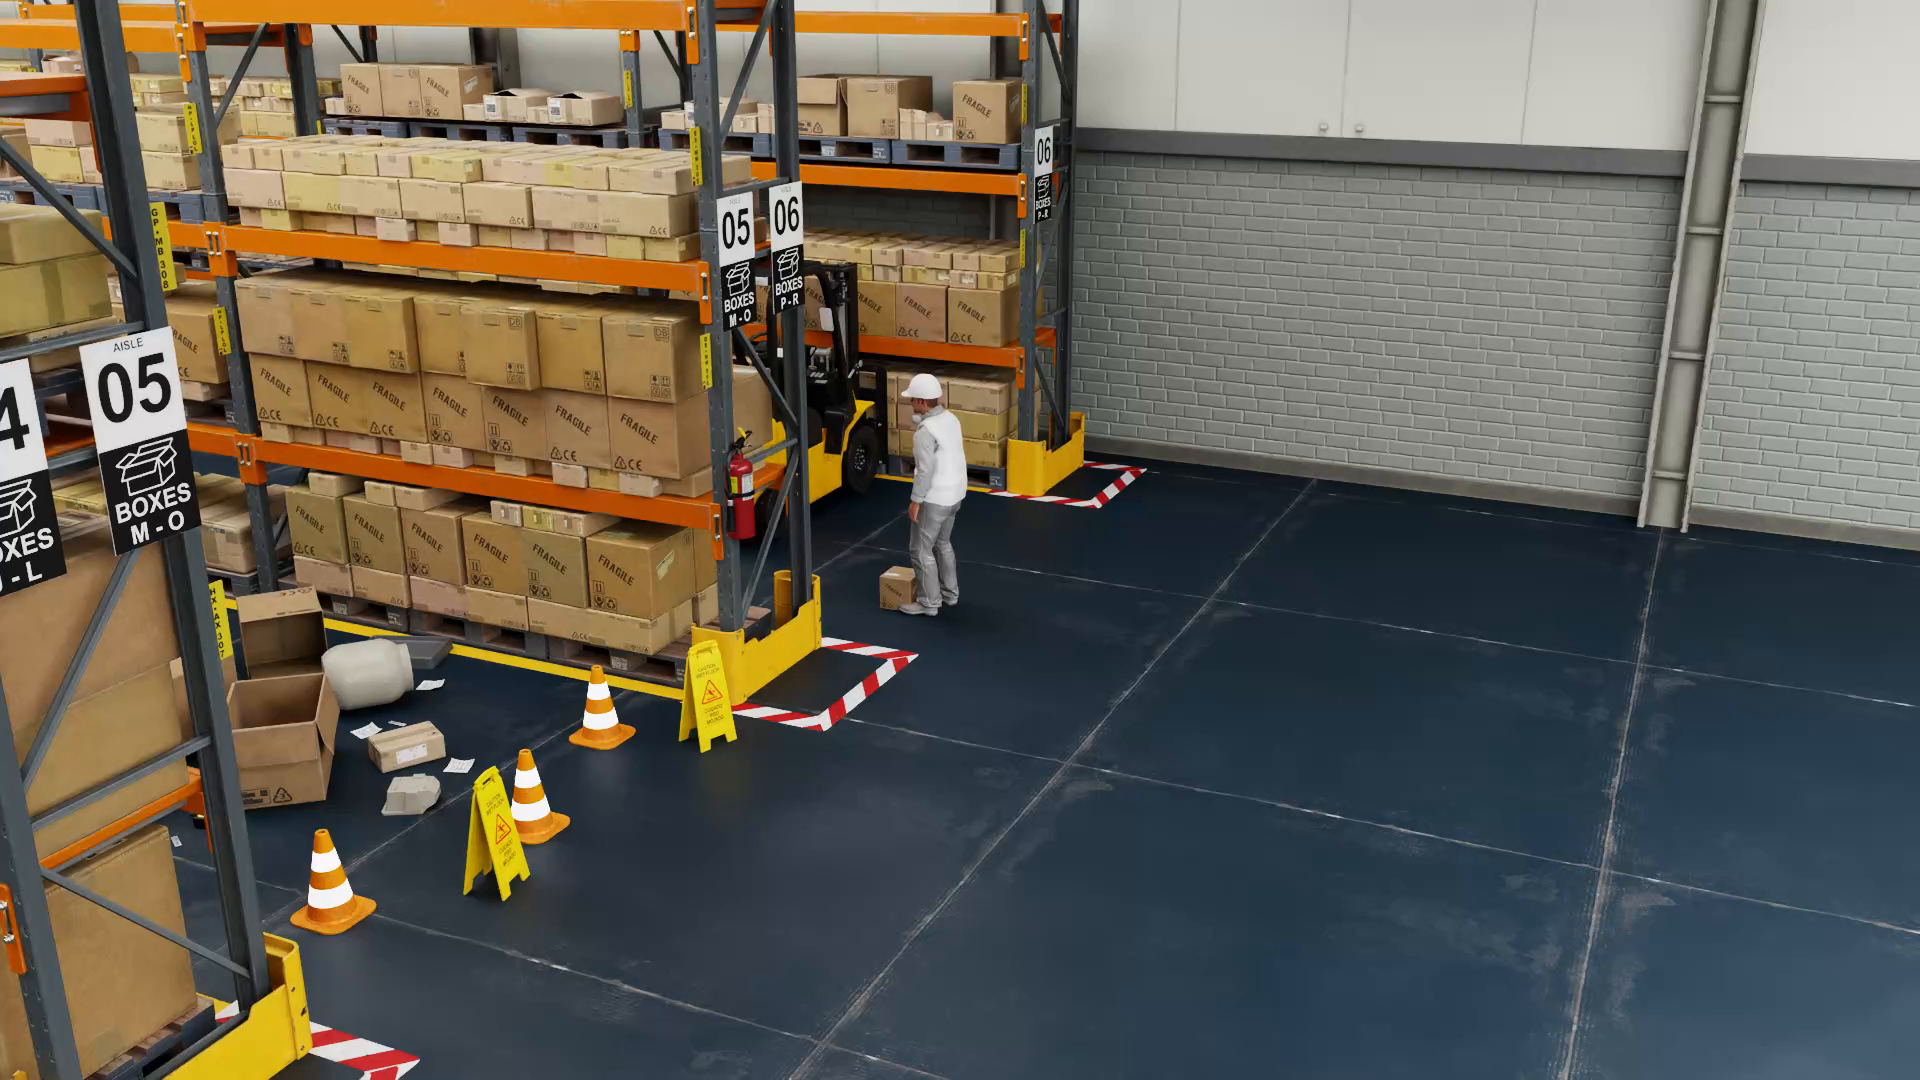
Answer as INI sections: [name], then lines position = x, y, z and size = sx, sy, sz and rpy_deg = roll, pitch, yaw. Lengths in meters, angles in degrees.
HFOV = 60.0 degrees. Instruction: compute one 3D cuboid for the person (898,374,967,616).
[person]
position = -0.188, -0.326, 11.975
size = 0.462, 1.772, 0.581
rpy_deg = 8, 21, 23
